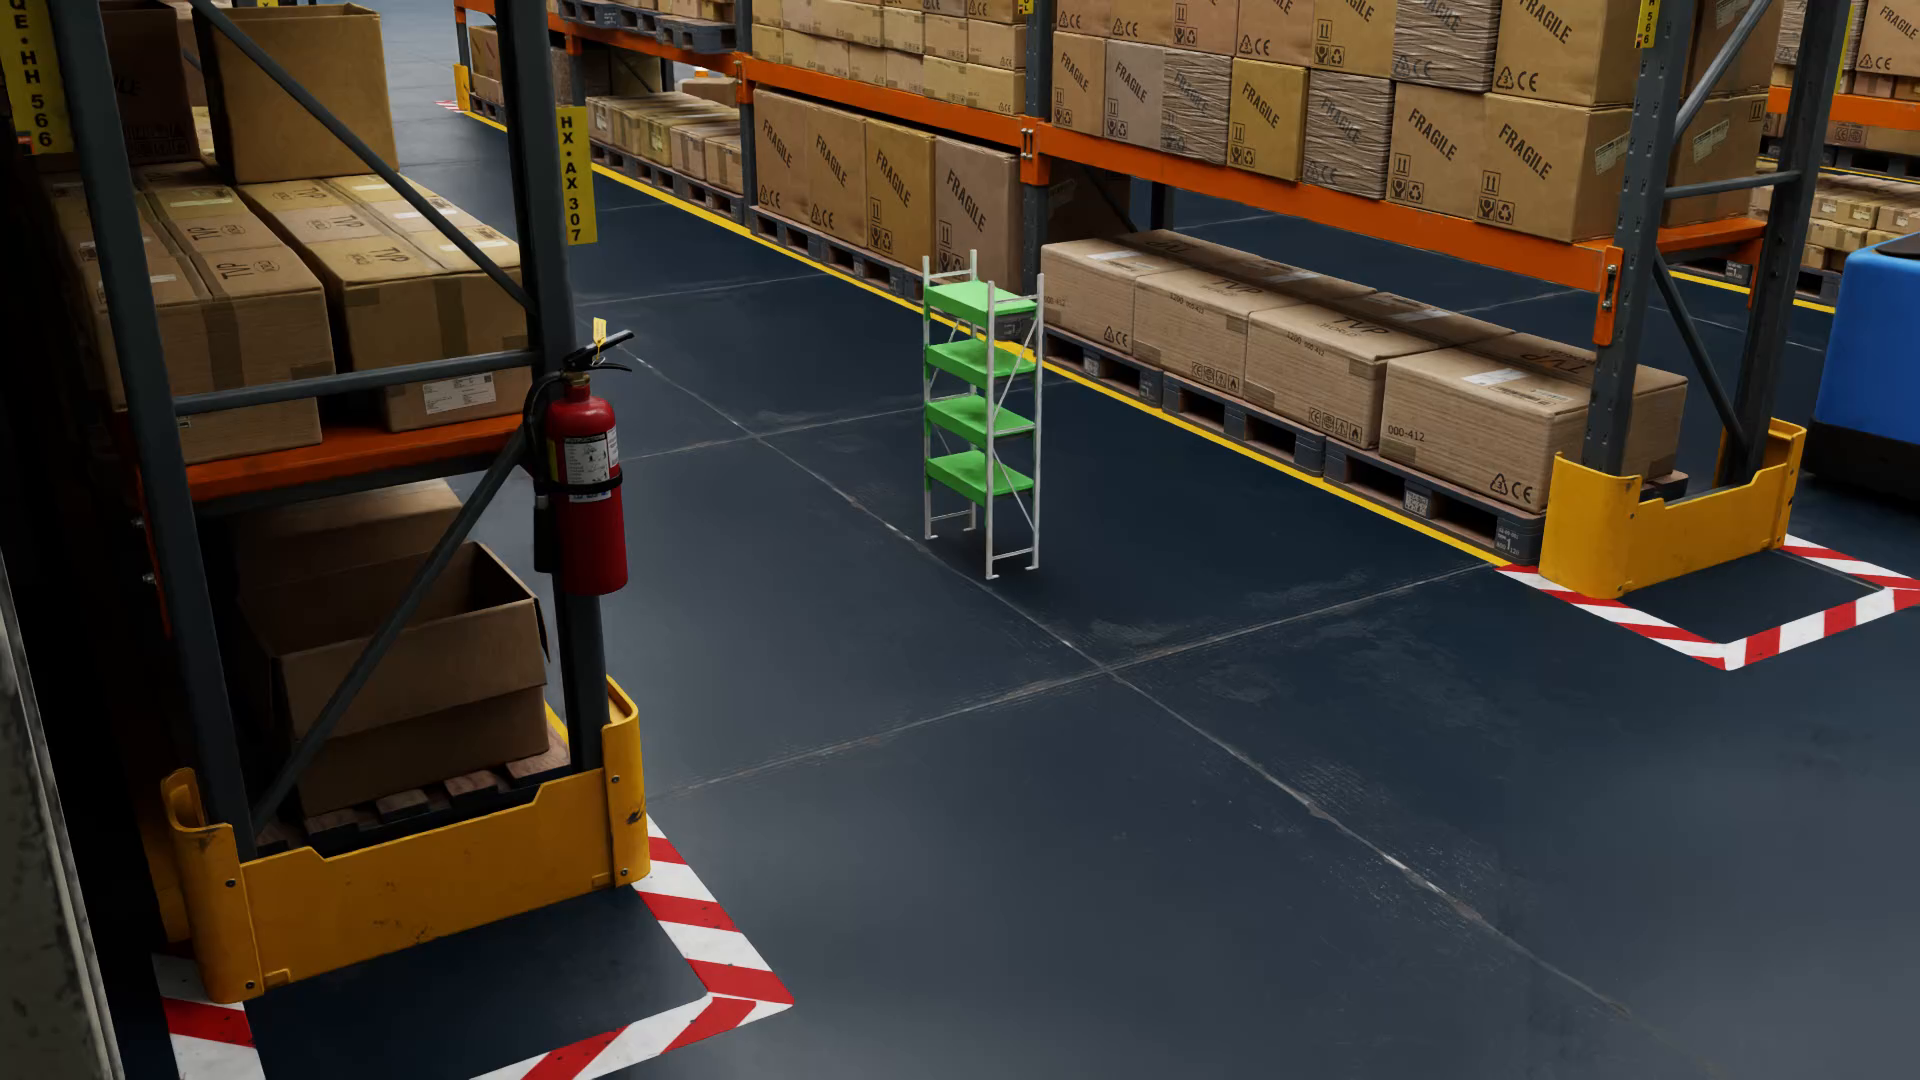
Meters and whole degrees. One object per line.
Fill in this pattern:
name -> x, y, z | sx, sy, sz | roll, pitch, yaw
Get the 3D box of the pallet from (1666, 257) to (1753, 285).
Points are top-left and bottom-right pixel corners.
pallet -> 5.400, -2.101, 11.872 | 1.003, 0.211, 1.213 | -13, 25, -28

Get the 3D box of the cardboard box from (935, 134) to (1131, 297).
cardboard box -> 0.437, -2.014, 10.219 | 0.875, 0.875, 0.875 | -12, 25, -27

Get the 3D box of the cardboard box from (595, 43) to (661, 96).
cardboard box -> -3.333, -4.719, 16.709 | 0.500, 0.500, 0.500 | -11, 25, -26

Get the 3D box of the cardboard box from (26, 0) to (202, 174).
cardboard box -> -2.911, -1.545, 5.609 | 0.500, 0.500, 0.500 | -13, 26, -30

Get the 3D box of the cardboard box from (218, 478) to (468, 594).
cardboard box -> -2.034, 0.095, 5.527 | 0.700, 0.500, 0.500 | -11, 25, -26

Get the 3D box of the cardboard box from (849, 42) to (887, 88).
cardboard box -> -0.392, -3.144, 10.935 | 0.500, 0.250, 0.500 | -13, 25, -28

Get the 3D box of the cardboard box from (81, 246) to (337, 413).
cardboard box -> -1.863, -0.534, 4.118 | 0.500, 0.250, 0.500 | -12, 25, -27

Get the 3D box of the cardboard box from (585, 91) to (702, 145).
cardboard box -> -2.994, -4.016, 15.813 | 0.950, 0.372, 0.625 | -12, 25, -28

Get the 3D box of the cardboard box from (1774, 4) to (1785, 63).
cardboard box -> 5.321, -3.420, 10.886 | 0.500, 0.500, 0.500 | -13, 25, -28

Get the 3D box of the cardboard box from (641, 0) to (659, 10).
cardboard box -> -2.450, -4.539, 13.942 | 0.380, 0.149, 0.250 | -14, 26, -30

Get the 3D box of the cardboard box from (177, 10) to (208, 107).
cardboard box -> -3.498, -2.103, 7.484 | 0.700, 0.500, 0.500 | -12, 25, -27

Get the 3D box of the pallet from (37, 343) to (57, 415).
pallet -> -4.518, -1.022, 9.218 | 1.003, 0.211, 1.213 | -13, 25, -28

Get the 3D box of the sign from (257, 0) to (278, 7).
sign -> -2.980, -2.171, 7.190 | 0.100, 0.325, 0.005 | -13, 25, -28

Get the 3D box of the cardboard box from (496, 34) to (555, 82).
cardboard box -> -4.600, -5.117, 17.687 | 0.500, 0.500, 0.500 | -12, 25, -27

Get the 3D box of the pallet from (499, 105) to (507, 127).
pallet -> -4.265, -4.522, 17.830 | 1.003, 0.211, 1.213 | -13, 25, -28

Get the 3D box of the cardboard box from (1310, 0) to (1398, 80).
cardboard box -> 1.873, -2.268, 7.119 | 0.500, 0.500, 0.500 | -13, 25, -29

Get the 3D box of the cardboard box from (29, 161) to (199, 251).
cardboard box -> -2.898, -1.190, 5.732 | 0.500, 0.250, 0.500 | -12, 25, -27

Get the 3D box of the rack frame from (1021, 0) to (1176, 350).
rack frame -> 0.822, -2.619, 9.442 | 1.000, 3.000, 0.127 | -13, 25, -28

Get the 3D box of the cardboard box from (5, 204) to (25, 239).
cardboard box -> -5.120, -1.804, 9.338 | 0.380, 0.149, 0.250 | -14, 26, -31

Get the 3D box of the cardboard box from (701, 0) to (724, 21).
cardboard box -> -1.790, -4.125, 12.925 | 0.380, 0.149, 0.250 | -12, 25, -27

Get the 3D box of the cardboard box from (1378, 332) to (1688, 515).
cardboard box -> 2.442, -0.526, 7.138 | 0.875, 0.438, 0.875 | -14, 26, -30

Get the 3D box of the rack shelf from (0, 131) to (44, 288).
rack shelf -> -4.465, -1.977, 8.819 | 1.077, 0.370, 4.000 | -13, 25, -28

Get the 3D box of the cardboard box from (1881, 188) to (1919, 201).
cardboard box -> 6.194, -2.178, 10.797 | 0.380, 0.149, 0.250 | -13, 25, -28

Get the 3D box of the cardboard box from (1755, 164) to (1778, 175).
cardboard box -> 5.730, -2.533, 11.671 | 0.380, 0.149, 0.250 | -13, 25, -29

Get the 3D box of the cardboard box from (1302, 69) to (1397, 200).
cardboard box -> 1.877, -1.805, 7.309 | 0.500, 0.500, 0.500 | -12, 25, -27

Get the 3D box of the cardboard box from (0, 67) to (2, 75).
cardboard box -> -5.358, -3.002, 9.694 | 0.500, 0.500, 0.500 | -11, 25, -26

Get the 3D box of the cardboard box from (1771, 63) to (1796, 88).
cardboard box -> 5.473, -3.004, 10.723 | 0.380, 0.149, 0.250 | -12, 25, -27

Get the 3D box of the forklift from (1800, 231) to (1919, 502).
forklift -> 5.301, -1.829, 7.591 | 3.031, 2.935, 1.130 | -17, 28, -36

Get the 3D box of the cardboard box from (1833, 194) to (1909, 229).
cardboard box -> 5.800, -2.091, 10.582 | 0.380, 0.149, 0.250 | -12, 25, -28

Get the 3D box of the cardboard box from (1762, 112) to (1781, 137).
cardboard box -> 8.082, -4.512, 16.365 | 1.225, 0.875, 0.875 | -13, 25, -28

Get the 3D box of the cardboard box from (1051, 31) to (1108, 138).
cardboard box -> 0.837, -2.463, 8.926 | 0.500, 0.500, 0.500 | -12, 25, -27

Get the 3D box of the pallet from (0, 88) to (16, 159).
pallet -> -4.489, -2.240, 8.766 | 1.003, 0.211, 1.213 | -13, 25, -28

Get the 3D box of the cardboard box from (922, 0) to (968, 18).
cardboard box -> 0.108, -3.391, 9.881 | 0.500, 0.500, 0.500 | -12, 25, -27

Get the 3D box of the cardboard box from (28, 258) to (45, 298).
cardboard box -> -4.303, -1.302, 8.104 | 0.380, 0.149, 0.250 | -14, 26, -31

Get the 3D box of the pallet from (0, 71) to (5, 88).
pallet -> -5.080, -2.663, 9.806 | 1.213, 0.211, 1.003 | -13, 25, -28

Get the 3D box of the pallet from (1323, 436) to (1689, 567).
pallet -> 2.390, -0.276, 7.381 | 1.003, 0.211, 1.213 | -13, 25, -28

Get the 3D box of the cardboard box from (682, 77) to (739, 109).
cardboard box -> -2.642, -4.660, 17.781 | 0.500, 0.500, 0.500 | 4, 22, 9

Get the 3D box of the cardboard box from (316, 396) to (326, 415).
cardboard box -> -1.877, -0.401, 4.320 | 0.380, 0.149, 0.250 | -12, 25, -27

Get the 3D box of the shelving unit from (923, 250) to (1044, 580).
shelving unit -> 0.085, -0.502, 6.626 | 0.258, 1.200, 0.503 | -13, 25, -28

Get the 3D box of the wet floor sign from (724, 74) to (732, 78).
wet floor sign -> -2.821, -6.026, 20.952 | 0.267, 0.644, 0.232 | -18, 28, -37

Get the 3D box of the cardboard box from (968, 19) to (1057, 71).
cardboard box -> 0.388, -2.877, 9.612 | 0.500, 0.250, 0.500 | -13, 25, -28

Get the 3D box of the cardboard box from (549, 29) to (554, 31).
cardboard box -> -4.405, -5.394, 18.368 | 0.500, 0.500, 0.500 | -12, 25, -26

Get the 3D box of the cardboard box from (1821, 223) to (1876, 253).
cardboard box -> 5.732, -1.940, 10.605 | 0.380, 0.149, 0.250 | -12, 25, -28

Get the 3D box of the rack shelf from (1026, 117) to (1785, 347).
rack shelf -> 1.844, -1.638, 7.985 | 1.077, 0.370, 4.000 | -13, 25, -28

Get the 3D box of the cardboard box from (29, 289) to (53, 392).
cardboard box -> -4.194, -0.964, 8.132 | 0.500, 0.500, 0.500 | -14, 26, -30

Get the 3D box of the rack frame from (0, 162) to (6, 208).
rack frame -> -7.530, -4.252, 13.462 | 1.000, 3.000, 0.127 | -13, 25, -28

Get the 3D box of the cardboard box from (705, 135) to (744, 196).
cardboard box -> -1.501, -3.075, 13.498 | 0.950, 0.372, 0.625 | -15, 26, -32

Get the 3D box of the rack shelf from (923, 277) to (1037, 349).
rack shelf -> 0.085, -0.888, 6.469 | 0.258, 0.148, 0.480 | -13, 25, -28

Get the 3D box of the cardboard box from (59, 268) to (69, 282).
cardboard box -> -2.631, -0.796, 5.291 | 0.380, 0.149, 0.250 | -13, 25, -28

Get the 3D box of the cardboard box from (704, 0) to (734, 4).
cardboard box -> -1.692, -4.386, 12.704 | 0.500, 0.500, 0.500 | -13, 26, -30

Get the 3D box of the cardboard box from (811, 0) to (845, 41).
cardboard box -> -0.667, -3.533, 11.227 | 0.500, 0.250, 0.500 | -13, 25, -28

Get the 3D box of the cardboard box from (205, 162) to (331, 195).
cardboard box -> -2.199, -1.123, 5.567 | 0.500, 0.250, 0.500 | -13, 26, -30

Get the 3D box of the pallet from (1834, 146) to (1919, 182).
pallet -> 8.883, -3.468, 15.236 | 1.003, 0.211, 1.213 | -13, 25, -28

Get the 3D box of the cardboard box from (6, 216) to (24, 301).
cardboard box -> -5.278, -1.641, 9.799 | 0.500, 0.500, 0.500 | -12, 25, -28

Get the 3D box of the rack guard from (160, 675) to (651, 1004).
rack guard -> -1.439, 0.766, 4.436 | 1.175, 0.500, 0.348 | -13, 25, -28

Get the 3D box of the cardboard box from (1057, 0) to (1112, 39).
cardboard box -> 0.857, -2.927, 8.741 | 0.500, 0.500, 0.500 | -12, 25, -28
